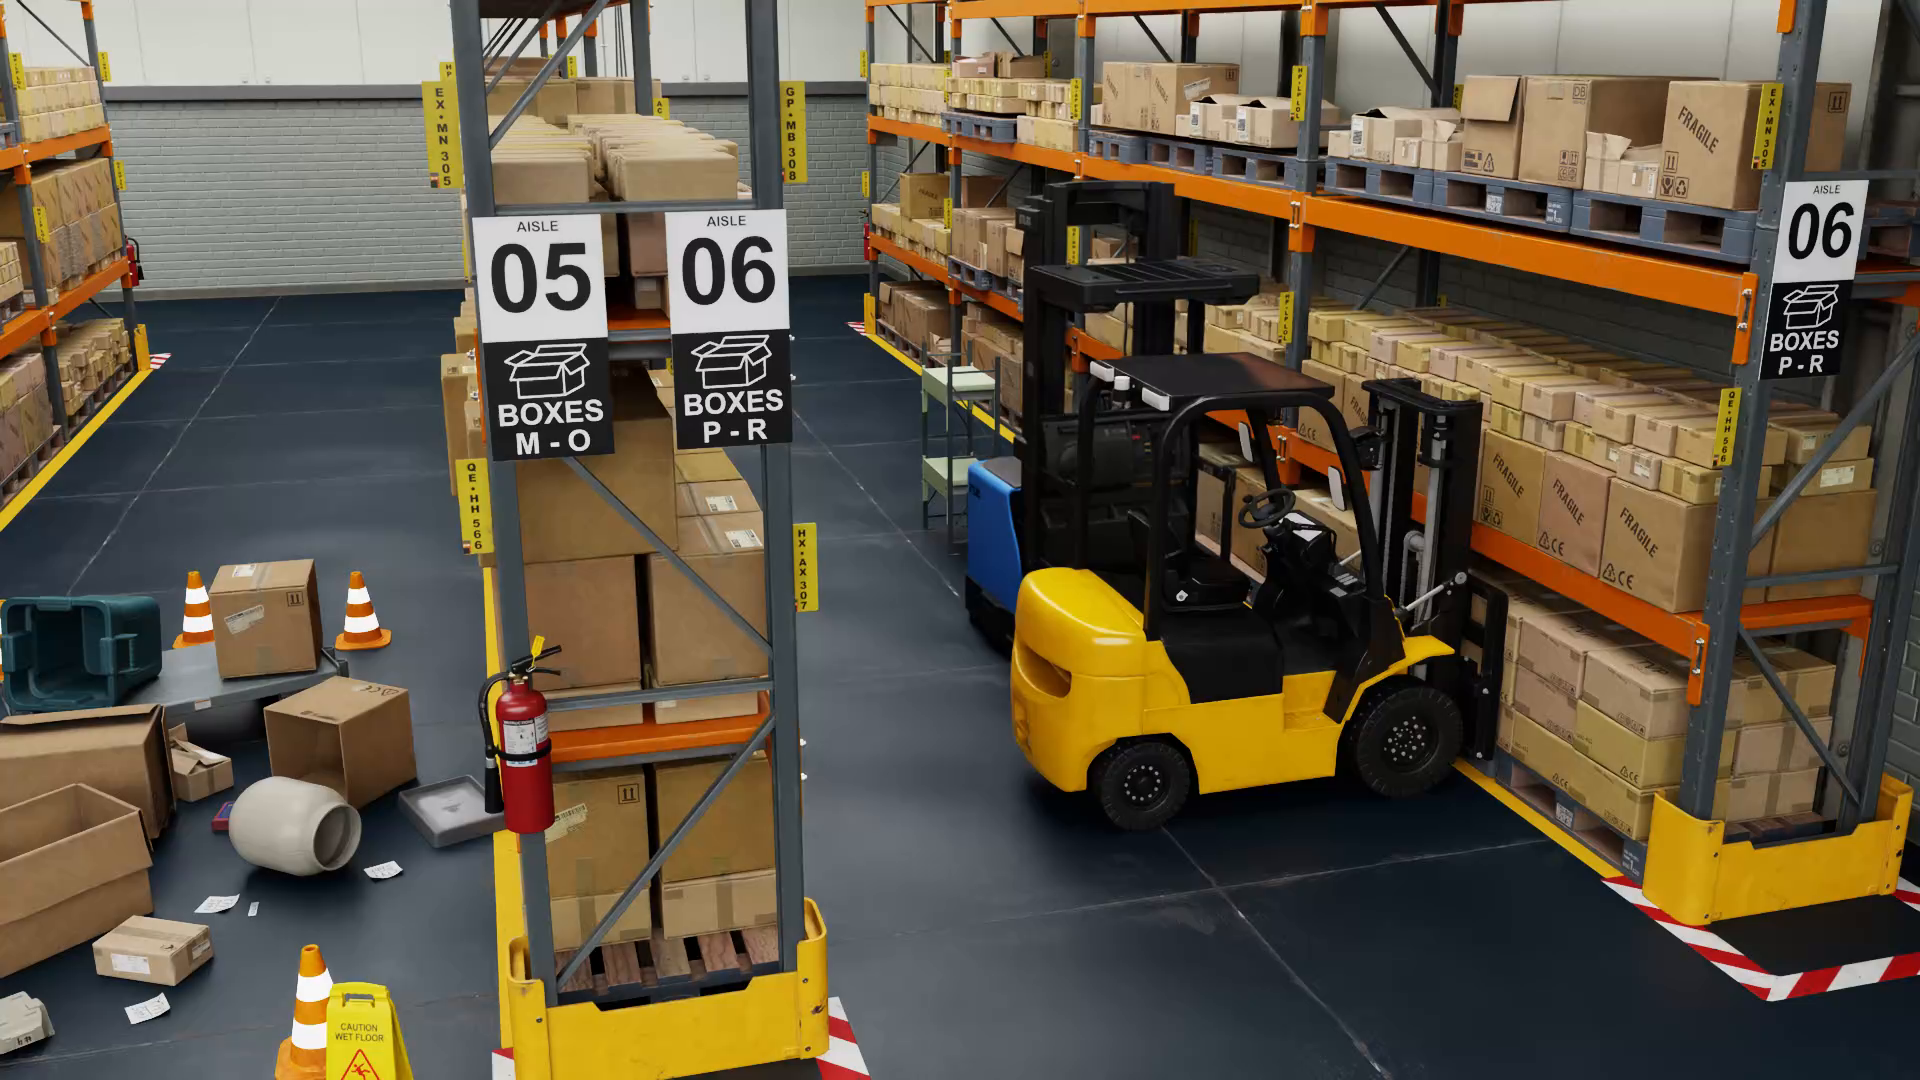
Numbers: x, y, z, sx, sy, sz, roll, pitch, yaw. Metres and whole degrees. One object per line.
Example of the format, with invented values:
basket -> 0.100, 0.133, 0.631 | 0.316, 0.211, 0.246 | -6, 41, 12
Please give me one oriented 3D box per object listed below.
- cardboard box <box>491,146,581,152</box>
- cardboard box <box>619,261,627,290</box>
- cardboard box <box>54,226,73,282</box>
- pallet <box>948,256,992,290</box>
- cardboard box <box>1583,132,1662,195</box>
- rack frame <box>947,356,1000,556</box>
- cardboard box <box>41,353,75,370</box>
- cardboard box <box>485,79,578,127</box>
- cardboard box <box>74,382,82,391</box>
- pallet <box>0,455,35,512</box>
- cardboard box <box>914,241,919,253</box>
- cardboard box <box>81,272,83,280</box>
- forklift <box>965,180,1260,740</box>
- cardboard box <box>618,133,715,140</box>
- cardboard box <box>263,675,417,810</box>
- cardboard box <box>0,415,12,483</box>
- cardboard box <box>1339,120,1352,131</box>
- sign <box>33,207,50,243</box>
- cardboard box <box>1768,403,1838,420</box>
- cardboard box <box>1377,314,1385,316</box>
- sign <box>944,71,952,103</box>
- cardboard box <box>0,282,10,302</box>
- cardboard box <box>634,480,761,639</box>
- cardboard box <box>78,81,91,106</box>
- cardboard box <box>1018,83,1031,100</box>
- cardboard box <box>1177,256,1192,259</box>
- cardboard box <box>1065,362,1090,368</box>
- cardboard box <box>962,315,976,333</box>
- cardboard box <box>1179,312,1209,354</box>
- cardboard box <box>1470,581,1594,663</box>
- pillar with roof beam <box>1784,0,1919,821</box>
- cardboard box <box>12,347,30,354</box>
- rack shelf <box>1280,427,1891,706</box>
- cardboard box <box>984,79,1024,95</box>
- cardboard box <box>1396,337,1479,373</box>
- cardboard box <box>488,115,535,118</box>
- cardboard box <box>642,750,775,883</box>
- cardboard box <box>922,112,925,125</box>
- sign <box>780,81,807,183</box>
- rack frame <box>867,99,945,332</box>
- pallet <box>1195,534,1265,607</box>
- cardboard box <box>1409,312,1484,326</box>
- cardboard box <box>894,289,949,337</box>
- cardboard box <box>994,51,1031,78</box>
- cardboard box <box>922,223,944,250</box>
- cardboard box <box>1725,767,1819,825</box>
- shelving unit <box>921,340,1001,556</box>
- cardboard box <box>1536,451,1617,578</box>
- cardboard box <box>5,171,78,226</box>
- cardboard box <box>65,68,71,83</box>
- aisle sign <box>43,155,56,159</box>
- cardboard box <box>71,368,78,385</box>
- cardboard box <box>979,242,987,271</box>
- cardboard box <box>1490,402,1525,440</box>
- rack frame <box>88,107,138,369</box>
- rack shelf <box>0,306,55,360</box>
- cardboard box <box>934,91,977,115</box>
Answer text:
cardboard box -> -1.577, -1.355, 6.087 | 0.380, 0.149, 0.250 | -5, 17, -16
cardboard box -> -1.147, -1.085, 6.574 | 0.380, 0.149, 0.250 | -5, 17, -16
cardboard box -> -9.144, -2.827, 16.459 | 0.500, 0.500, 0.500 | -5, 17, -15
pallet -> 0.510, -2.835, 17.509 | 1.003, 0.211, 1.213 | -5, 17, -15
cardboard box -> 3.104, -1.734, 7.625 | 0.396, 0.266, 0.258 | -5, 17, -15
rack frame -> 0.102, -0.615, 12.393 | 0.400, 1.500, 0.023 | -5, 17, -15
cardboard box -> -9.232, -1.793, 16.899 | 0.380, 0.149, 0.250 | -5, 17, -17
cardboard box -> -2.459, -2.506, 9.527 | 0.500, 0.250, 0.500 | -4, 17, -14
cardboard box -> -9.208, -1.510, 16.990 | 0.380, 0.149, 0.250 | -5, 17, -16
pallet -> -8.553, -0.455, 14.099 | 1.003, 0.211, 1.213 | -5, 17, -15
cardboard box -> -0.342, -3.532, 19.934 | 0.380, 0.149, 0.250 | -5, 17, -15
cardboard box -> -9.398, -2.758, 17.357 | 0.380, 0.149, 0.250 | -4, 17, -13
forklift -> 1.003, -0.543, 9.665 | 1.130, 2.935, 3.031 | -6, 18, -18
cardboard box -> -1.224, -1.614, 6.947 | 0.380, 0.149, 0.250 | -4, 17, -14
cardboard box -> -3.191, 1.050, 8.583 | 0.500, 0.500, 0.500 | 7, 18, 23
cardboard box -> -8.244, -0.737, 13.808 | 0.500, 0.500, 0.500 | -5, 17, -17
cardboard box -> 2.550, -2.759, 11.242 | 0.380, 0.149, 0.250 | -5, 17, -15
sign -> -8.575, -2.943, 15.523 | 0.100, 0.325, 0.005 | -5, 17, -15
cardboard box -> 3.794, -0.526, 7.672 | 0.380, 0.149, 0.250 | -4, 17, -13
cardboard box -> 2.704, -1.416, 11.151 | 0.380, 0.149, 0.250 | -5, 17, -17
sign -> -0.124, -4.795, 17.590 | 0.100, 0.325, 0.005 | -5, 17, -15
cardboard box -> -8.669, -2.189, 14.733 | 0.380, 0.149, 0.250 | -5, 17, -15
cardboard box -> -1.087, 0.070, 6.814 | 0.500, 0.500, 0.500 | -4, 17, -14
cardboard box -> -9.694, -4.806, 17.914 | 0.500, 0.250, 0.500 | -5, 17, -17
cardboard box -> 0.759, -4.179, 15.486 | 0.380, 0.149, 0.250 | -5, 17, -15
cardboard box -> 1.779, -2.334, 14.208 | 0.380, 0.149, 0.250 | -4, 17, -13
cardboard box -> 1.011, -1.554, 15.399 | 0.380, 0.149, 0.250 | -6, 18, -18
cardboard box -> 0.238, -2.351, 18.051 | 0.380, 0.149, 0.250 | -4, 17, -13
cardboard box -> 1.930, -1.510, 12.157 | 0.500, 0.250, 0.500 | -4, 17, -14
cardboard box -> 2.973, 0.418, 8.659 | 0.500, 0.250, 0.500 | -4, 17, -15
pillar with roof beam -> 0.230, -2.634, 6.078 | 9.100, 9.000, 0.400 | -5, 17, -15
cardboard box -> -9.885, -1.897, 17.245 | 0.380, 0.149, 0.250 | -5, 18, -17
rack shelf -> 3.144, -0.046, 9.141 | 1.077, 0.370, 4.000 | -5, 17, -15
cardboard box -> 0.450, -4.470, 16.420 | 0.380, 0.149, 0.250 | -4, 17, -14
cardboard box -> 2.703, -1.049, 9.411 | 0.380, 0.149, 0.250 | -5, 17, -16
cardboard box -> -2.405, -2.135, 8.683 | 0.380, 0.149, 0.250 | -5, 17, -16
cardboard box -> -1.041, 1.062, 6.950 | 0.500, 0.500, 0.500 | -5, 18, -17
cardboard box -> -0.225, -4.836, 19.061 | 0.380, 0.149, 0.250 | -4, 17, -13
sign -> -0.556, -1.342, 5.471 | 0.100, 0.325, 0.005 | -5, 17, -15
rack frame -> -0.704, -4.263, 21.929 | 1.000, 3.000, 0.127 | -5, 17, -15
pallet -> 2.354, 0.191, 11.948 | 1.003, 0.211, 1.213 | -5, 17, -15
cardboard box -> 3.002, -1.307, 10.272 | 0.380, 0.149, 0.250 | -5, 17, -17
cardboard box -> -0.429, -2.850, 20.843 | 0.700, 0.500, 0.500 | -4, 17, -13
cardboard box -> 0.546, -4.983, 17.409 | 0.396, 0.266, 0.258 | -5, 17, -16
cardboard box -> -0.131, -3.486, 19.087 | 0.500, 0.250, 0.500 | -5, 17, -15
cardboard box -> 3.747, 1.127, 8.034 | 0.500, 0.250, 0.500 | -5, 17, -15
shelving unit -> 0.002, -0.716, 12.730 | 0.431, 1.500, 0.755 | -5, 17, -15
cardboard box -> 3.172, -0.145, 8.045 | 0.500, 0.500, 0.500 | -4, 17, -14
cardboard box -> -9.263, -3.441, 16.764 | 0.500, 0.500, 0.500 | -4, 17, -14
cardboard box -> -9.600, -4.890, 17.502 | 0.380, 0.149, 0.250 | -5, 17, -17
aisle sign -> -10.515, -4.691, 18.838 | 0.394, 0.787, 0.004 | -5, 17, -15
cardboard box -> -9.228, -1.650, 16.938 | 0.380, 0.149, 0.250 | -6, 18, -18
cardboard box -> 0.409, -2.878, 16.824 | 0.396, 0.266, 0.258 | -4, 17, -13
cardboard box -> 2.953, -0.622, 8.508 | 0.380, 0.149, 0.250 | -5, 17, -15
rack frame -> -10.207, -3.450, 19.223 | 1.000, 3.000, 0.127 | -5, 17, -15
rack shelf -> -8.558, -1.446, 13.802 | 1.077, 0.370, 4.000 | -5, 17, -15
cardboard box -> 0.022, -4.777, 18.171 | 0.500, 0.250, 0.500 | -5, 17, -15
